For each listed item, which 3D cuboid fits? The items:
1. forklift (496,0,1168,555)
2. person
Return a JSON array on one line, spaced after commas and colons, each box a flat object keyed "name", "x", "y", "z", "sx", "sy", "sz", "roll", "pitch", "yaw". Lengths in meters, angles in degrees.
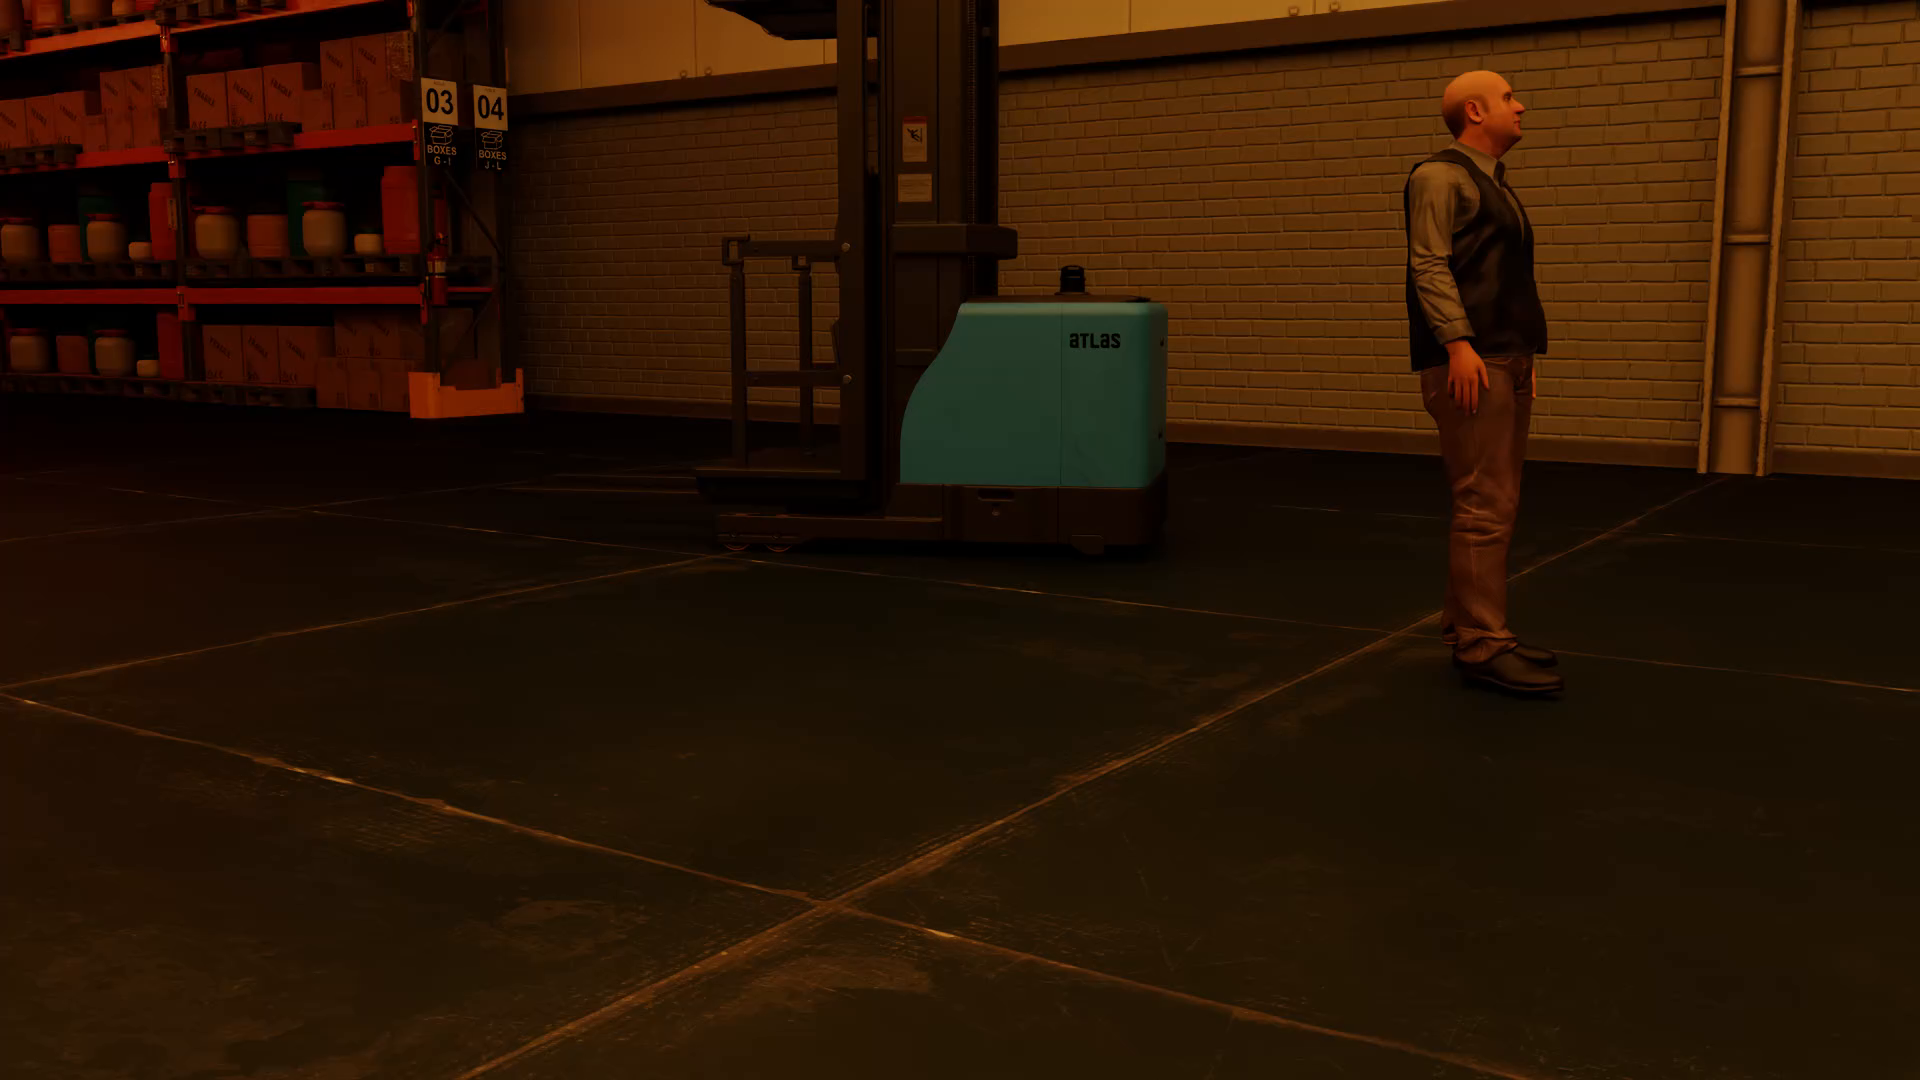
[{"name": "forklift", "x": -0.596, "y": -1.469, "z": 7.520, "sx": 3.031, "sy": 2.935, "sz": 1.130, "roll": 2, "pitch": 8, "yaw": 12}, {"name": "person", "x": 1.563, "y": -0.475, "z": 4.779, "sx": 0.566, "sy": 1.723, "sz": 0.634, "roll": 6, "pitch": 10, "yaw": 35}]
